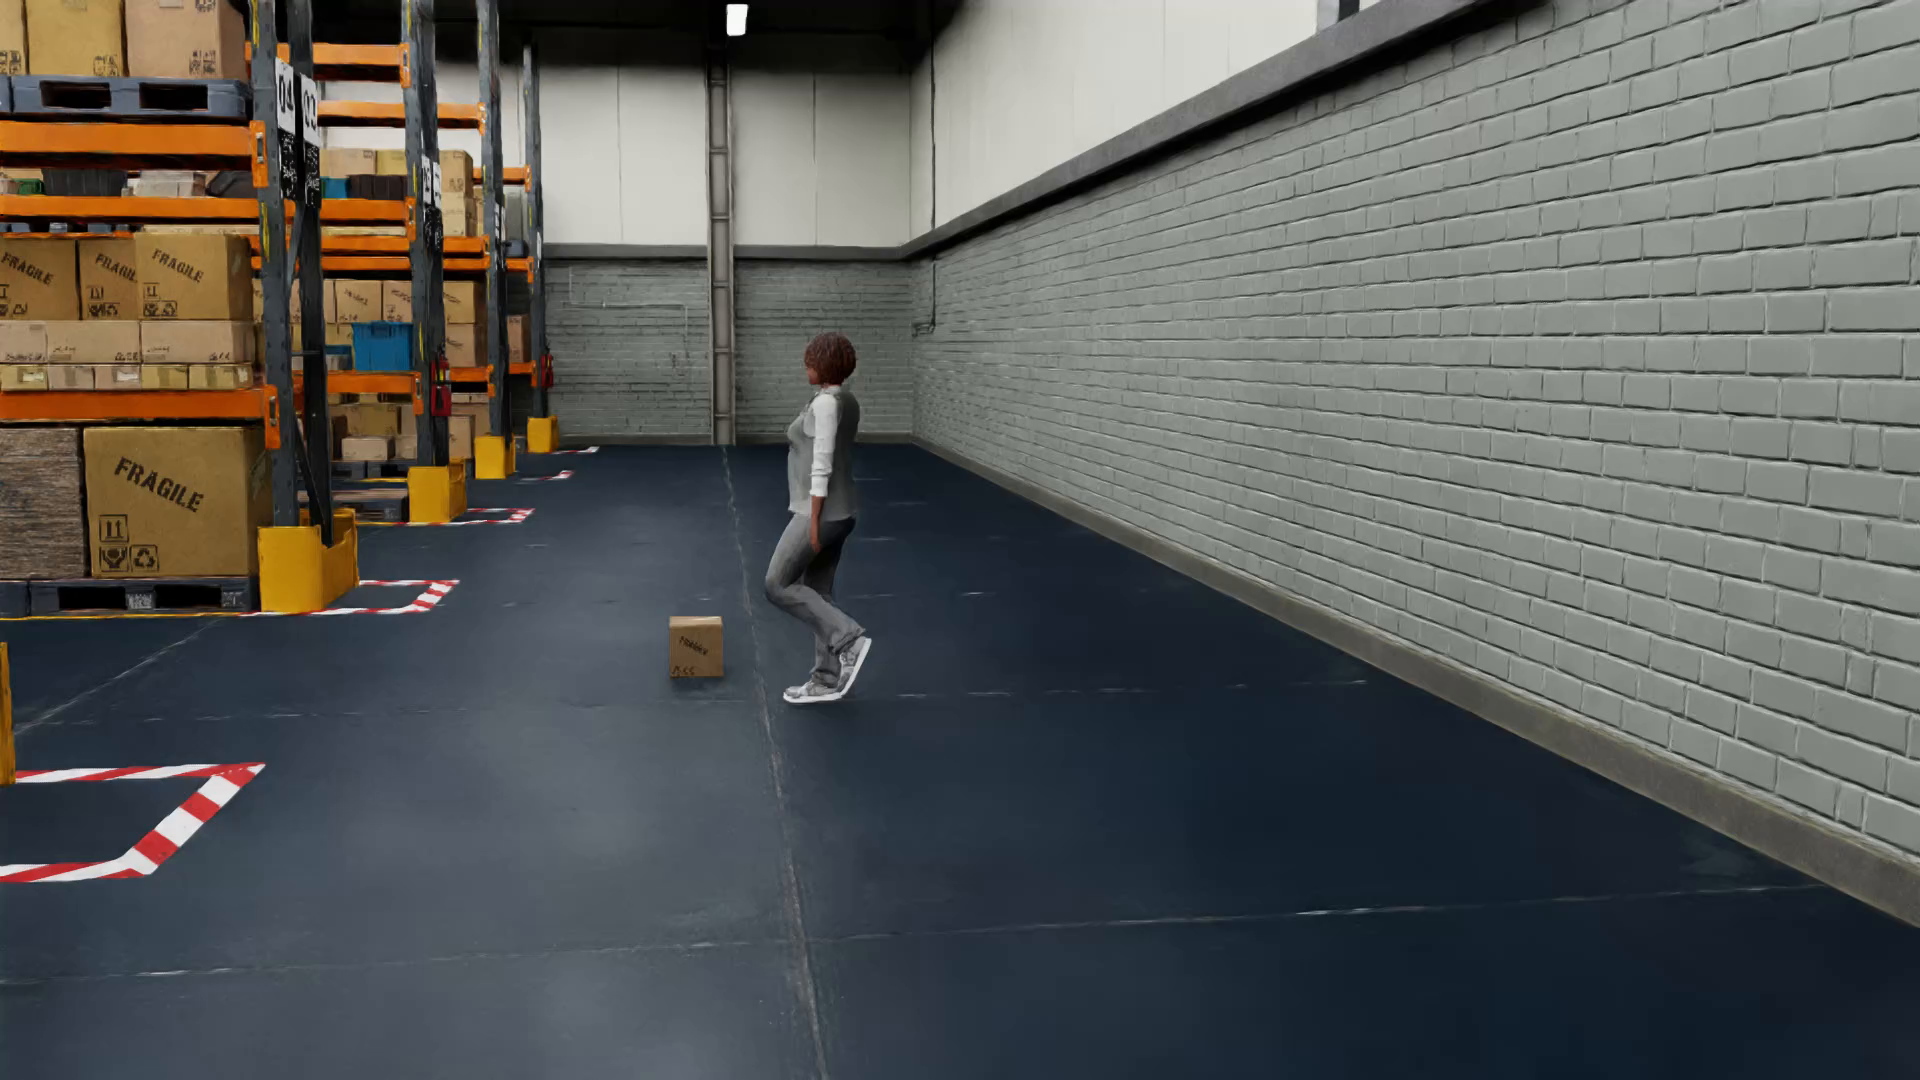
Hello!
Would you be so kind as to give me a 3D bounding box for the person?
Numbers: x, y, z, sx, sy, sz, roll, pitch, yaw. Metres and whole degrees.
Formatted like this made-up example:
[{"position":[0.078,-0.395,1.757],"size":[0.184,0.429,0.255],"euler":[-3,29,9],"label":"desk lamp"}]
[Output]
[{"position":[-0.581,-0.087,7.123],"size":[0.453,1.597,0.449],"euler":[1,7,12],"label":"person"}]
